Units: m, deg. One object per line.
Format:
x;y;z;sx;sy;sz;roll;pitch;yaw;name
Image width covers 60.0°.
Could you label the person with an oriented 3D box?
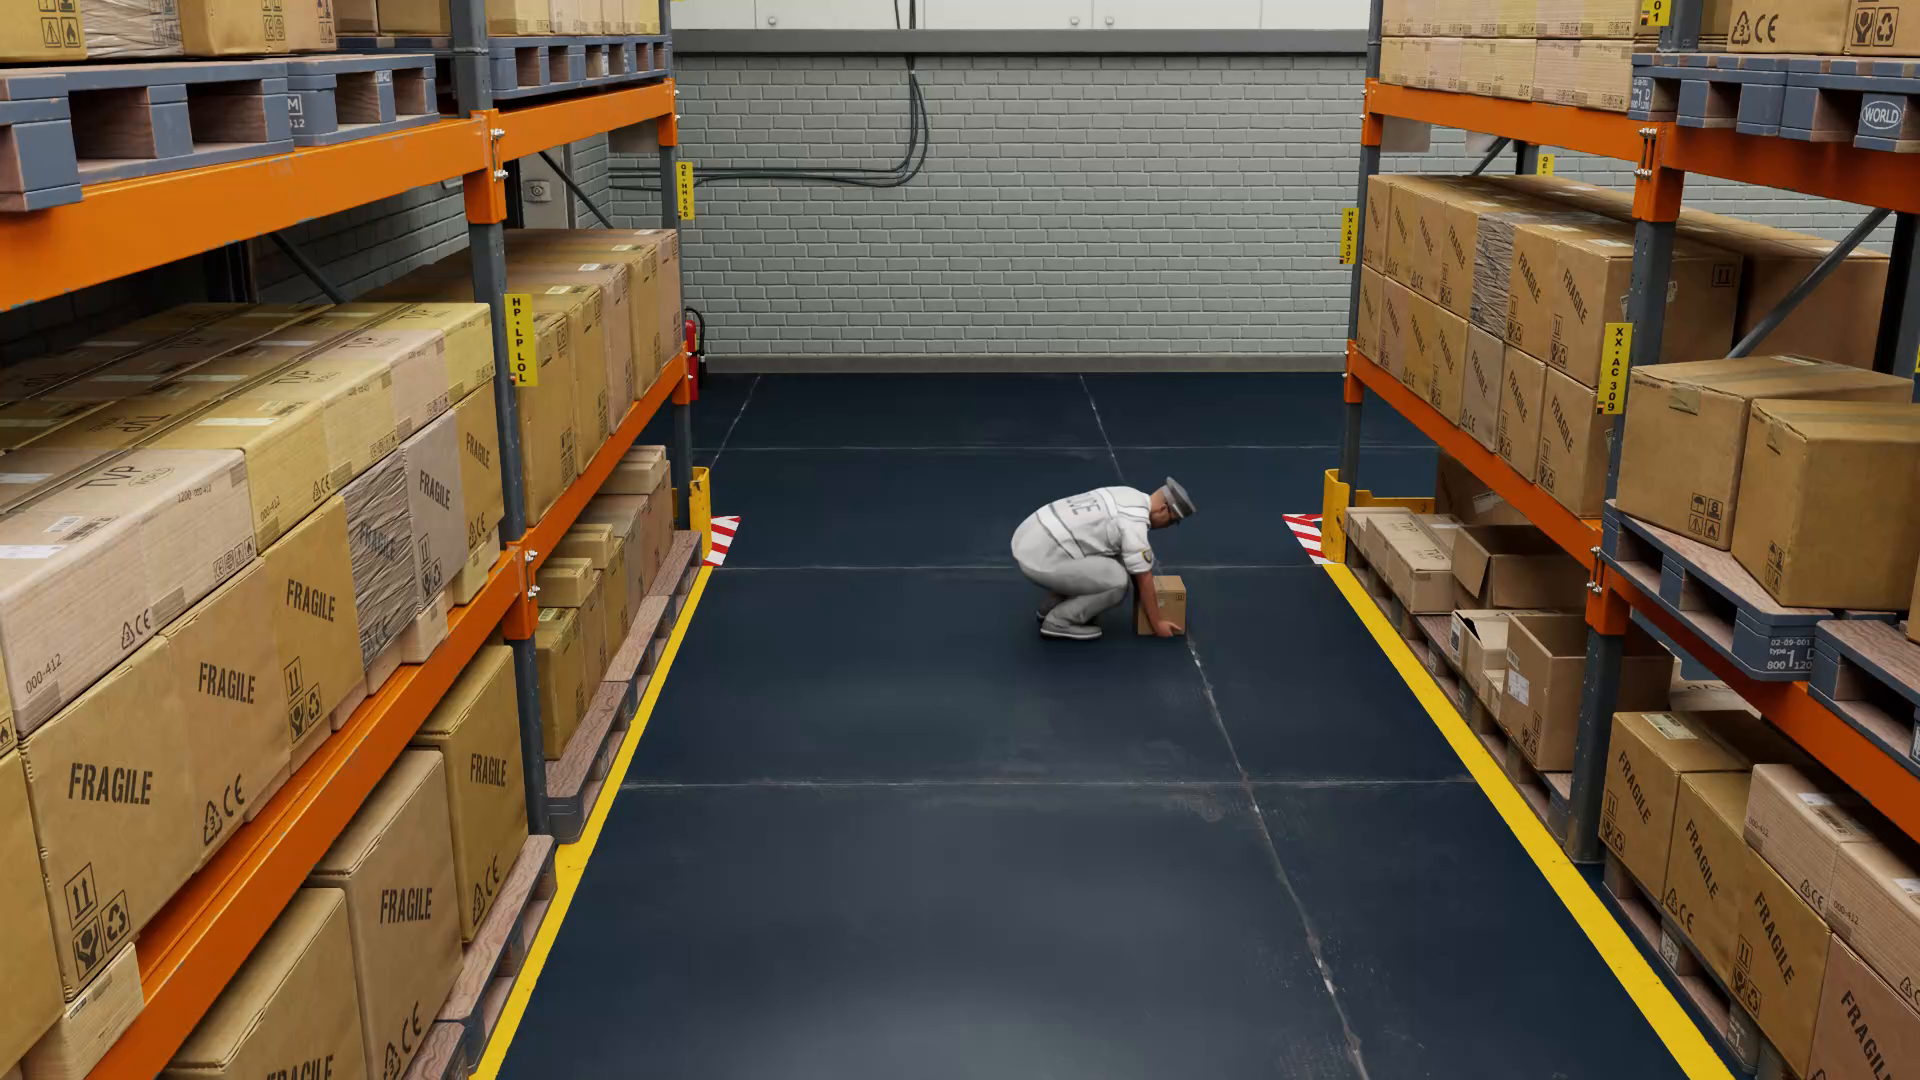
0.769;0.117;8.880;0.994;0.894;0.540;0;17;-2;person
